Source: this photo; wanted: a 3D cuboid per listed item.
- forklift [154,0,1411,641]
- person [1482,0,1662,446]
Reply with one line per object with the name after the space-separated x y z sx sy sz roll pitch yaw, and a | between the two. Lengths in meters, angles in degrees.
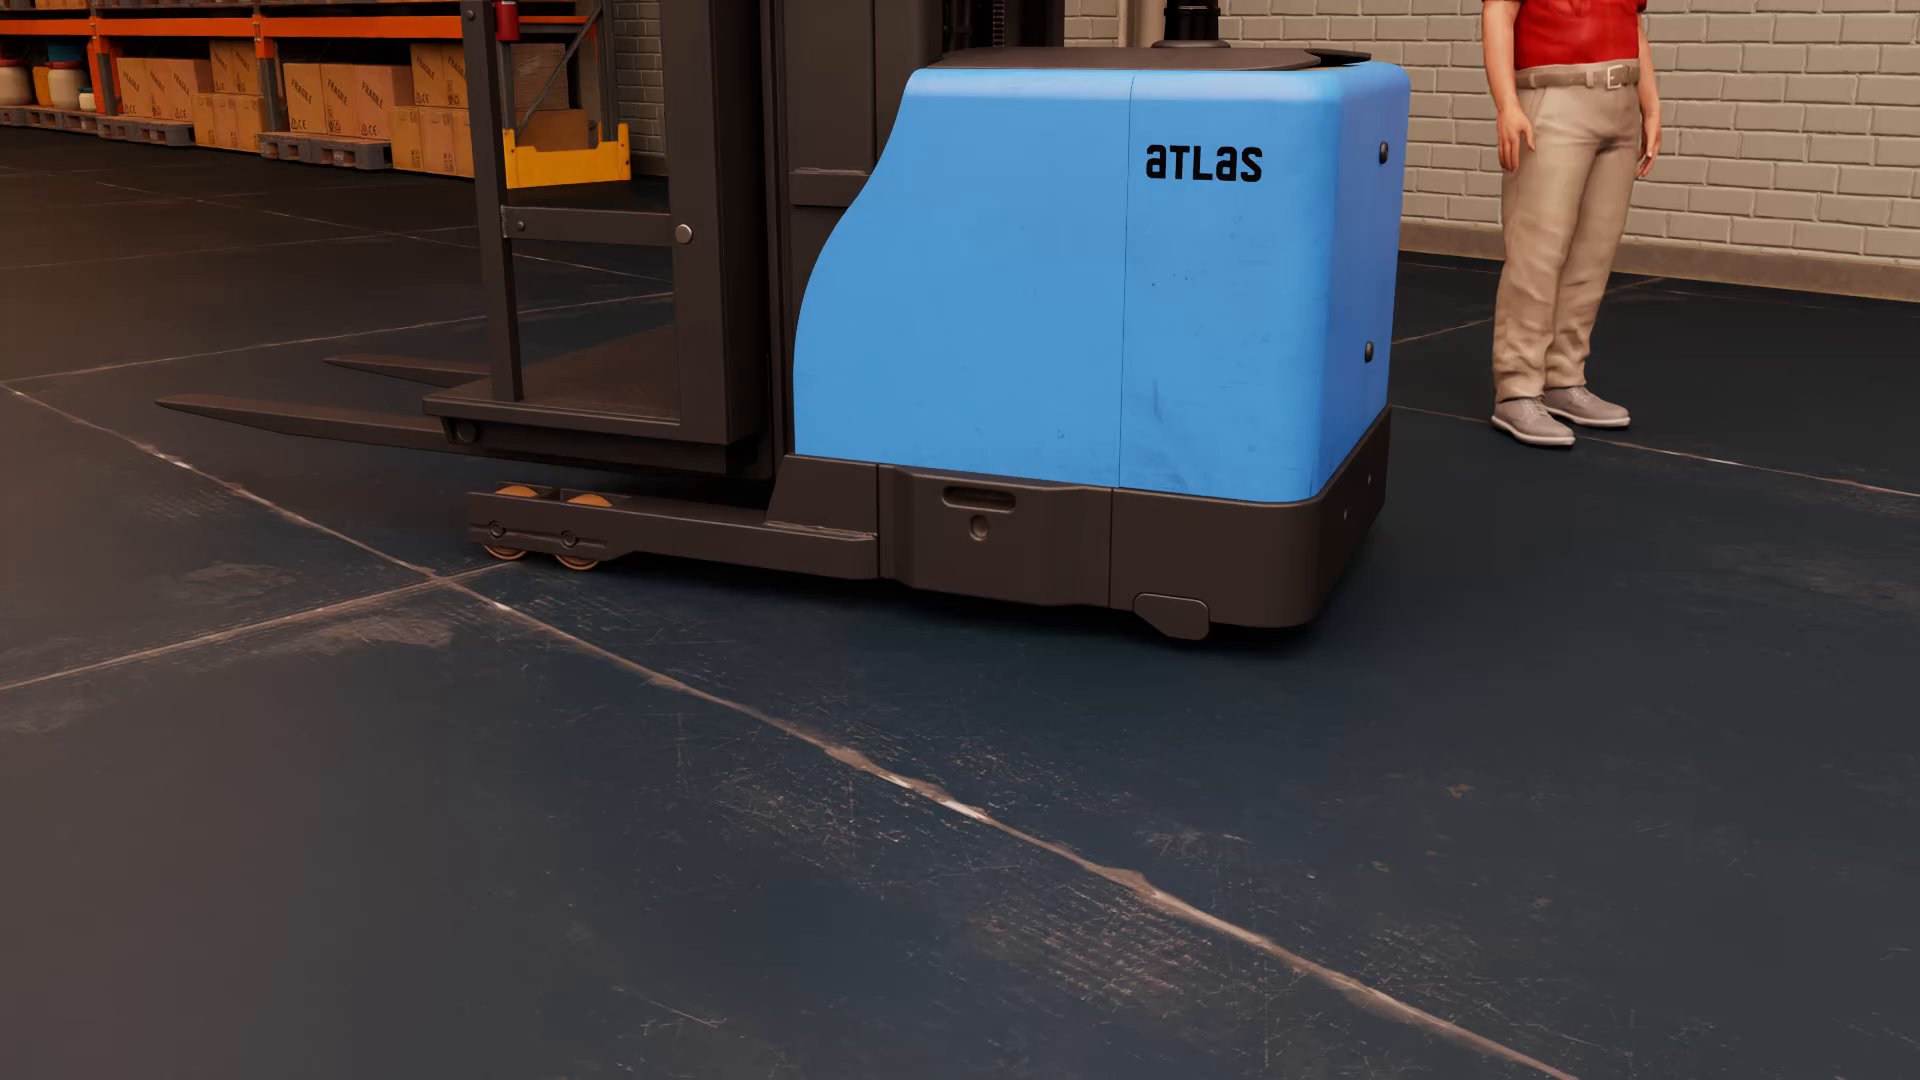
-0.563 -1.469 3.684 3.031 2.935 1.130 7 18 21 | forklift
1.828 -1.186 4.788 0.640 1.730 0.533 -9 19 -27 | person
